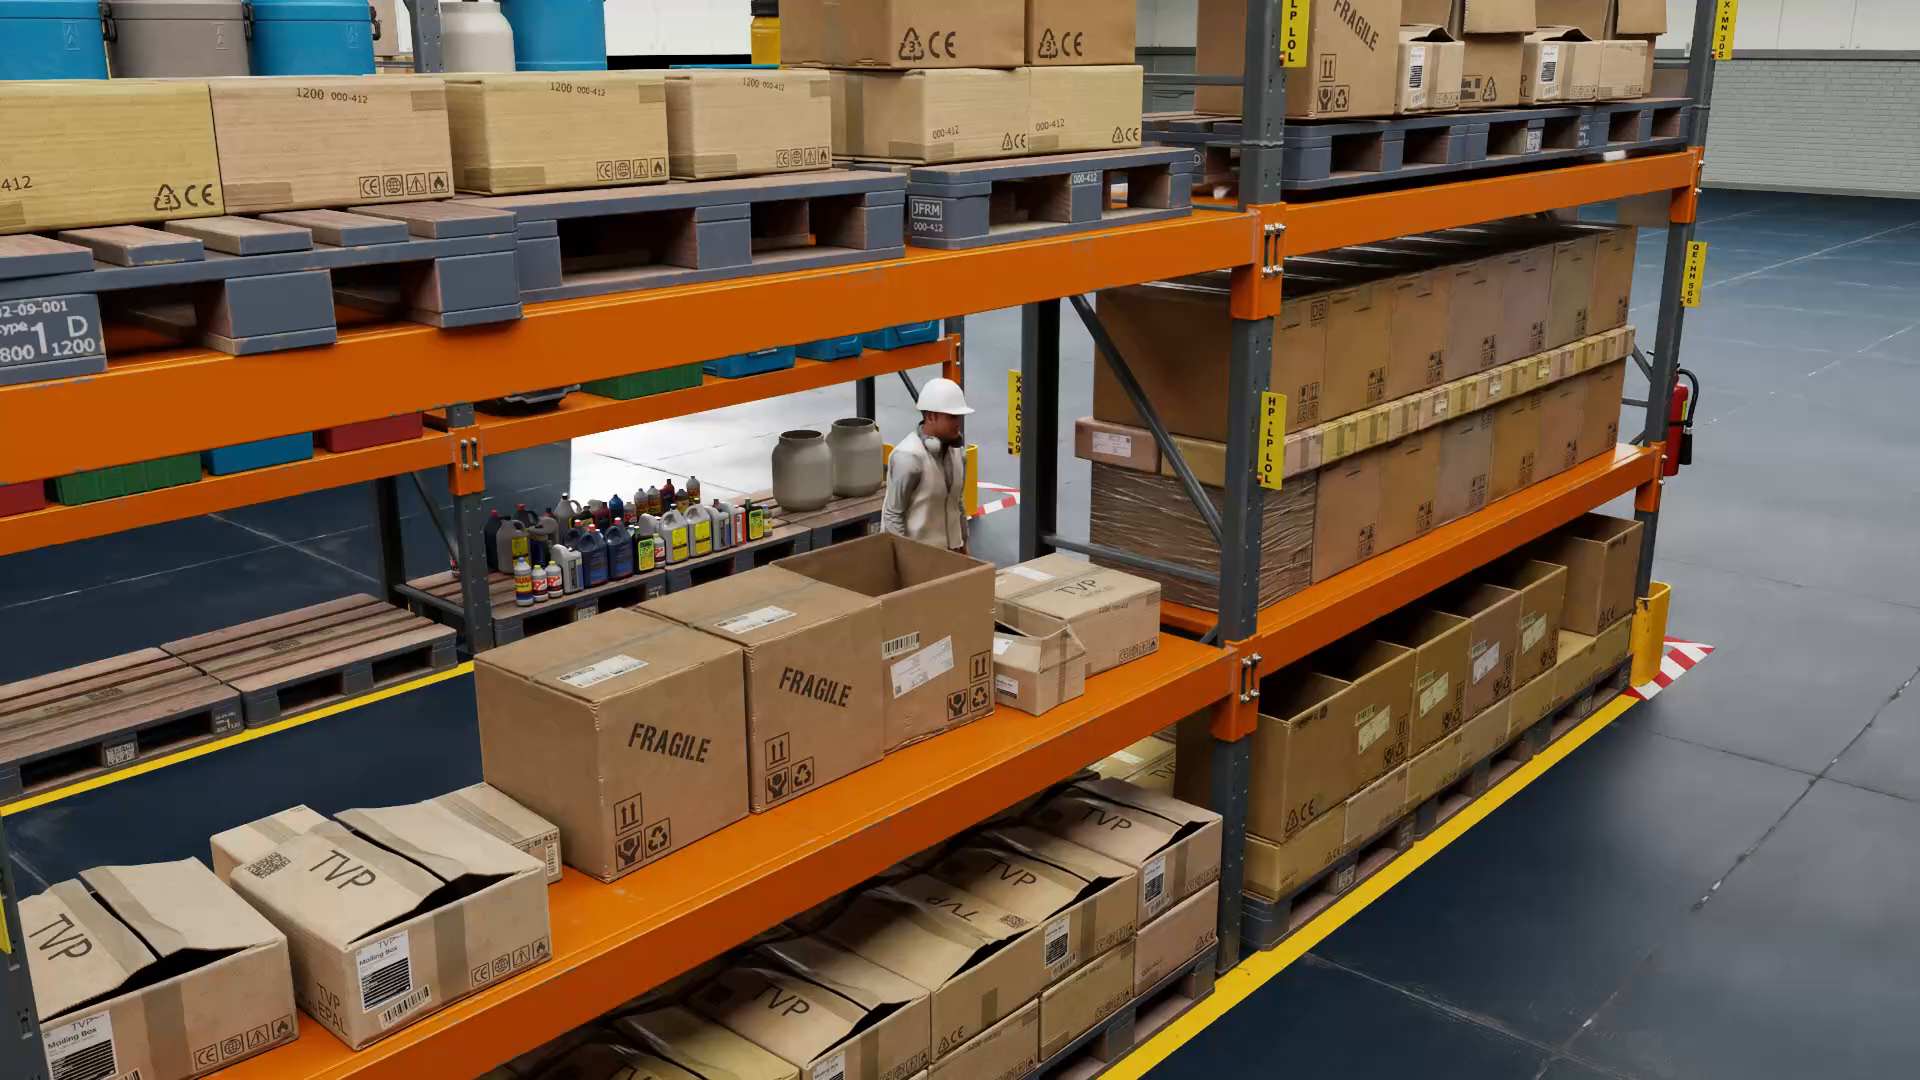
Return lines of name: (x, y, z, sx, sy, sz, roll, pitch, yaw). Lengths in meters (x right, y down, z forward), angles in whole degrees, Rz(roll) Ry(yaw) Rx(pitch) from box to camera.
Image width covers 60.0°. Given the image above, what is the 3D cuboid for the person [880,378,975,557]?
person: (-0.150, 0.069, 8.267, 0.463, 1.771, 0.593, 13, 21, 36)
